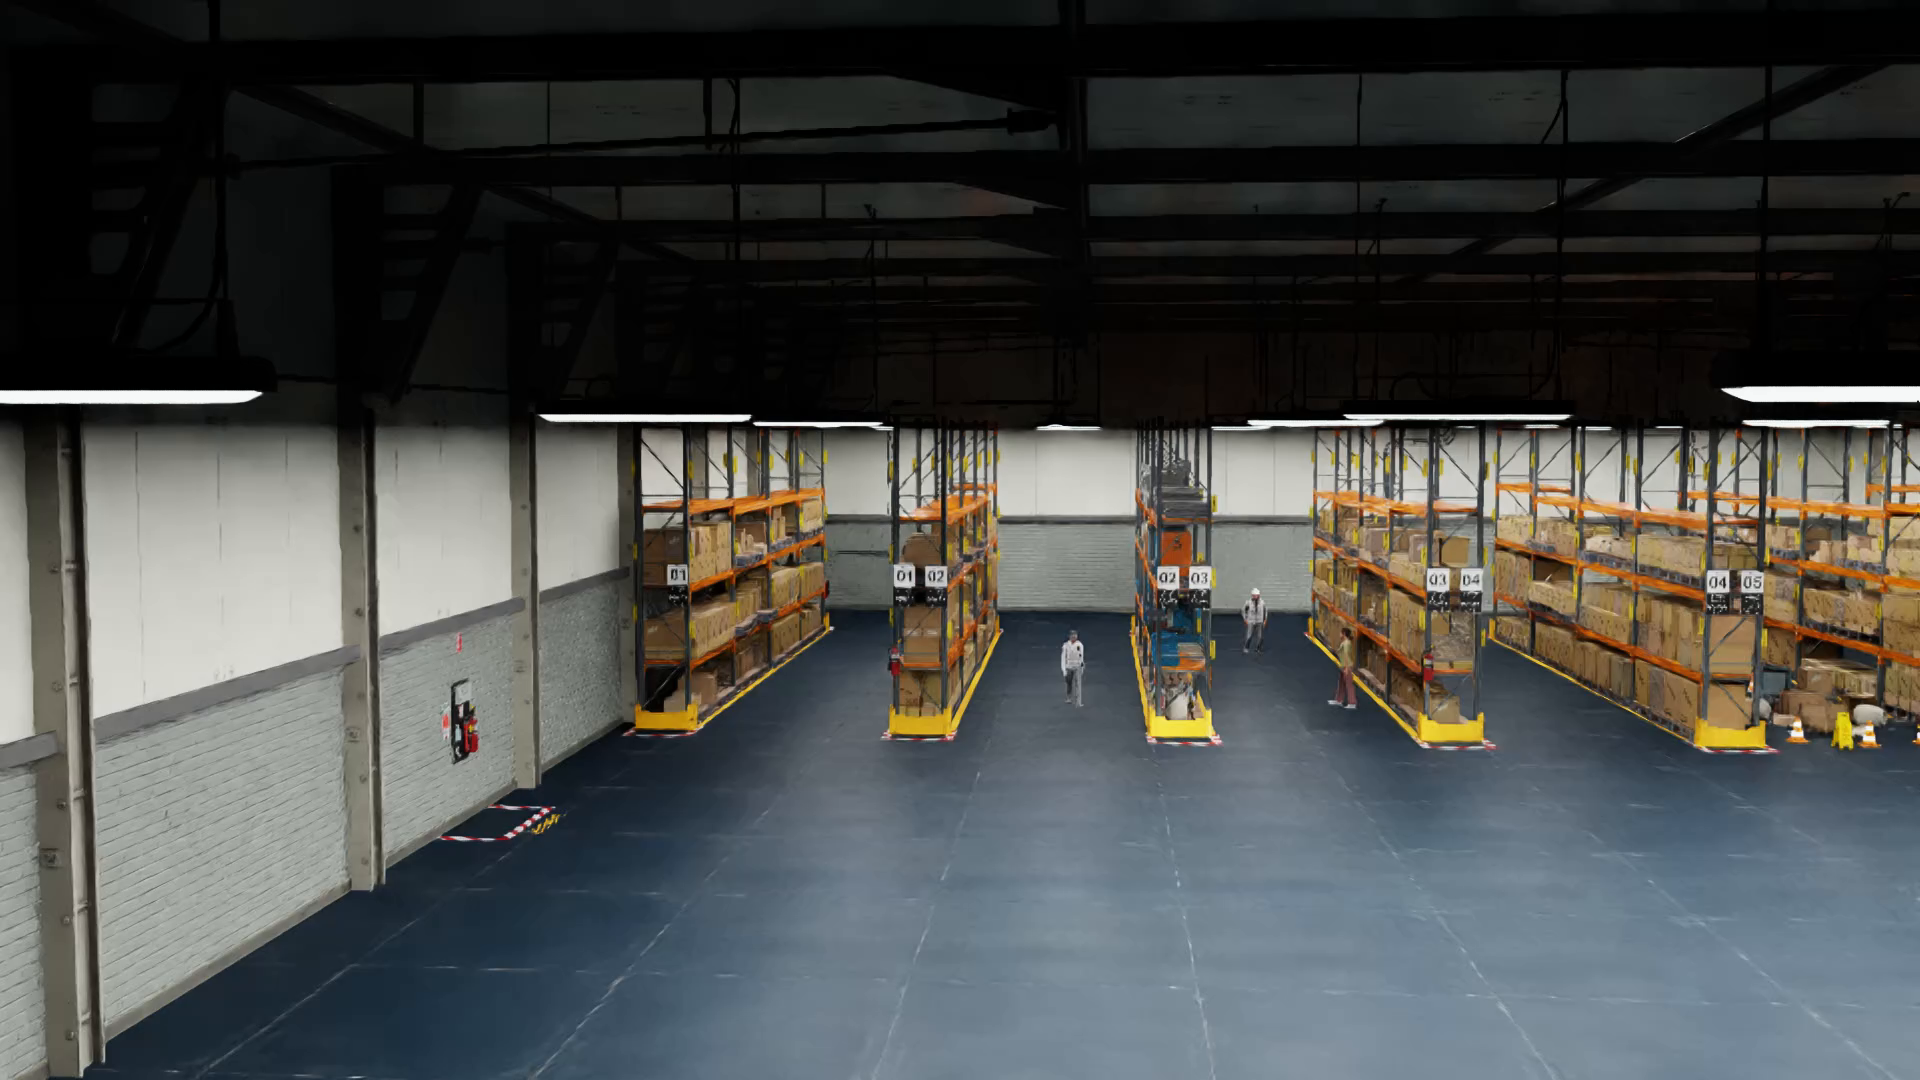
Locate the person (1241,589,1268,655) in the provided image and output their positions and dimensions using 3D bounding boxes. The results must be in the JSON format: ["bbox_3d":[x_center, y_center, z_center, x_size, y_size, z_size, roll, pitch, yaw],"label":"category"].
[{"bbox_3d":[7.544,2.090,42.555,0.677,1.726,0.574,0,4,2],"label":"person"}]

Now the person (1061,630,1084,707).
[{"bbox_3d":[2.348,2.641,34.646,0.498,1.582,1.075,0,4,2],"label":"person"}]

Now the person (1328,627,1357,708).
[{"bbox_3d":[7.945,2.623,34.483,0.610,1.663,0.657,1,4,17],"label":"person"}]
